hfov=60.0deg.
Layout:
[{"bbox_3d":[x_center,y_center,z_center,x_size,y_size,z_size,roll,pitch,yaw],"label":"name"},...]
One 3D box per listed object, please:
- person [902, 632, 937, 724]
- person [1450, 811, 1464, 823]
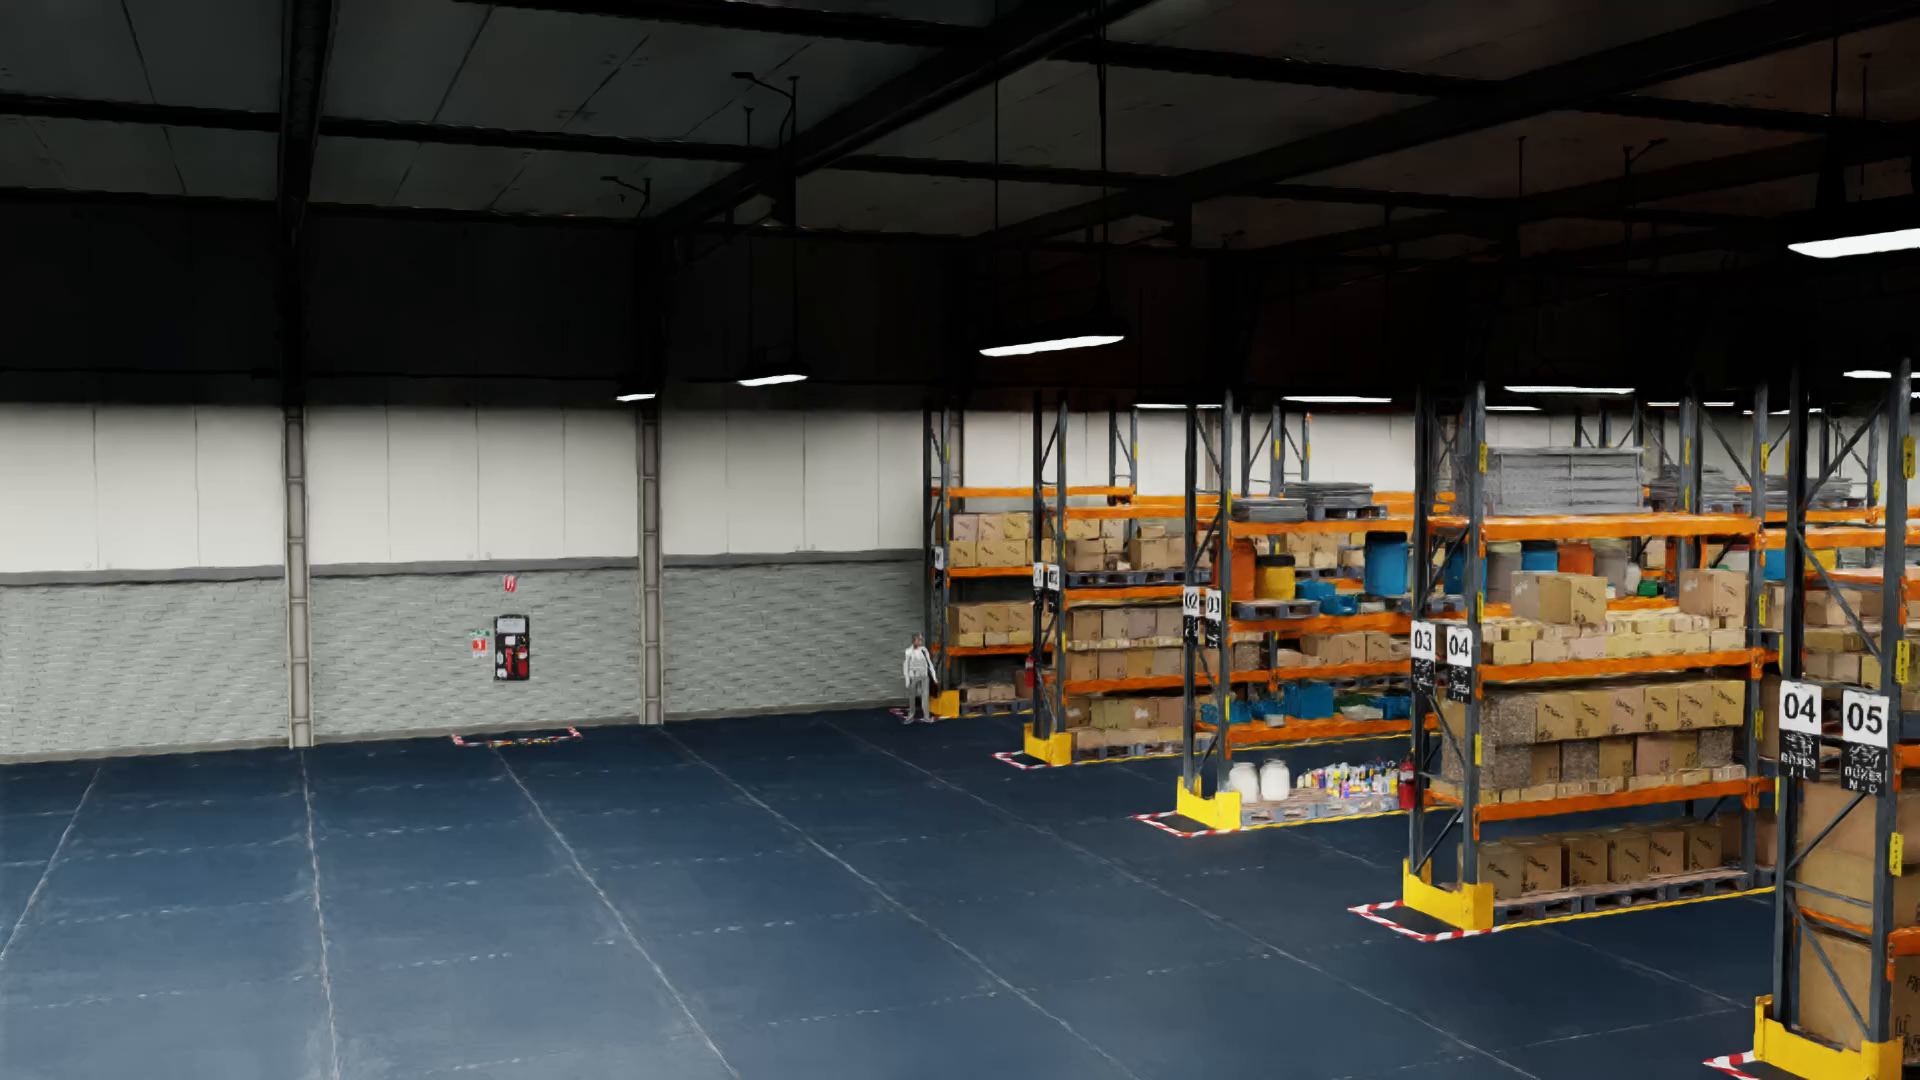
[{"bbox_3d":[-0.746,2.517,30.423,0.636,1.683,0.370,-1,3,-14],"label":"person"},{"bbox_3d":[7.048,3.021,22.607,1.110,1.590,0.446,-1,4,-20],"label":"person"}]
